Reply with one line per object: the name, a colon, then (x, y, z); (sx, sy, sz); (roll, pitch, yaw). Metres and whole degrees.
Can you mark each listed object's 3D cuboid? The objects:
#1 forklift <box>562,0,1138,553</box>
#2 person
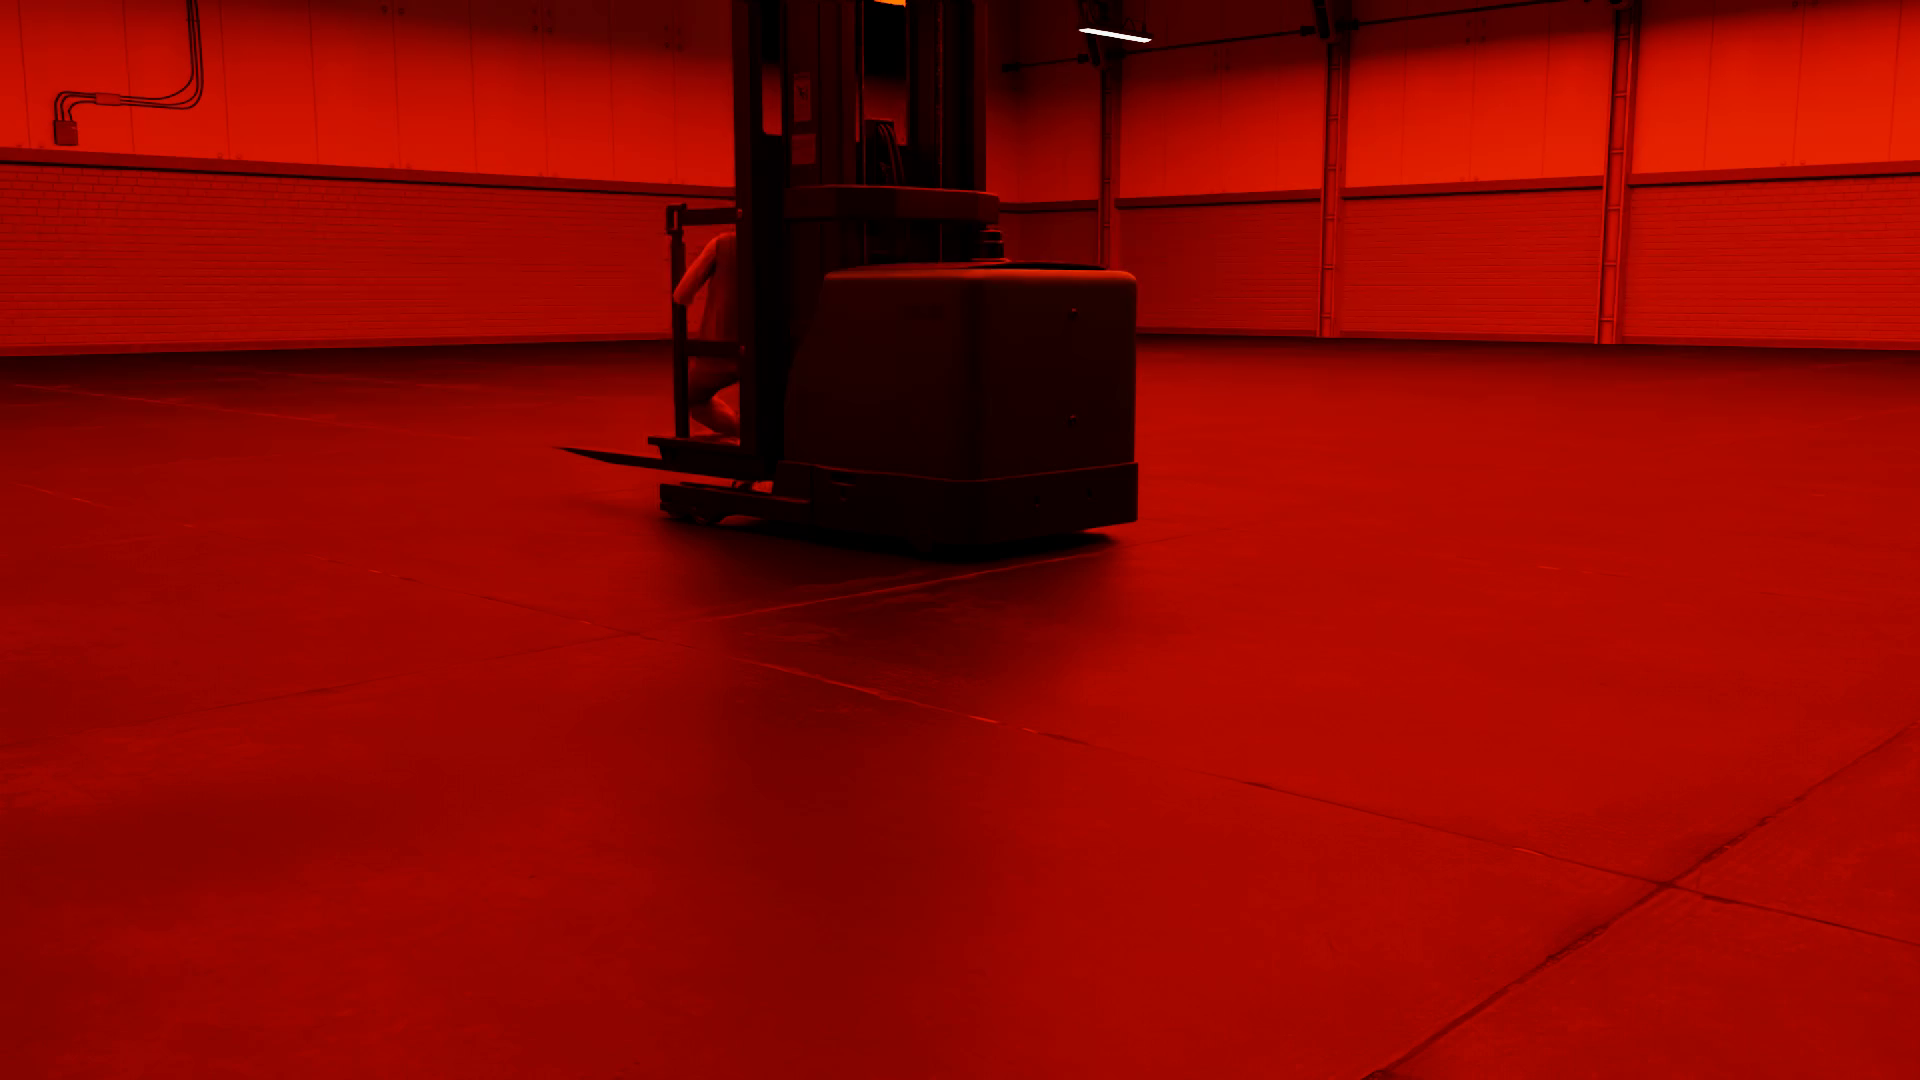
forklift: (-0.675, -1.564, 7.263); (3.031, 2.935, 1.130); (8, 12, 44)
person: (-0.926, -0.841, 7.403); (0.728, 1.436, 0.661); (-2, 9, -11)
